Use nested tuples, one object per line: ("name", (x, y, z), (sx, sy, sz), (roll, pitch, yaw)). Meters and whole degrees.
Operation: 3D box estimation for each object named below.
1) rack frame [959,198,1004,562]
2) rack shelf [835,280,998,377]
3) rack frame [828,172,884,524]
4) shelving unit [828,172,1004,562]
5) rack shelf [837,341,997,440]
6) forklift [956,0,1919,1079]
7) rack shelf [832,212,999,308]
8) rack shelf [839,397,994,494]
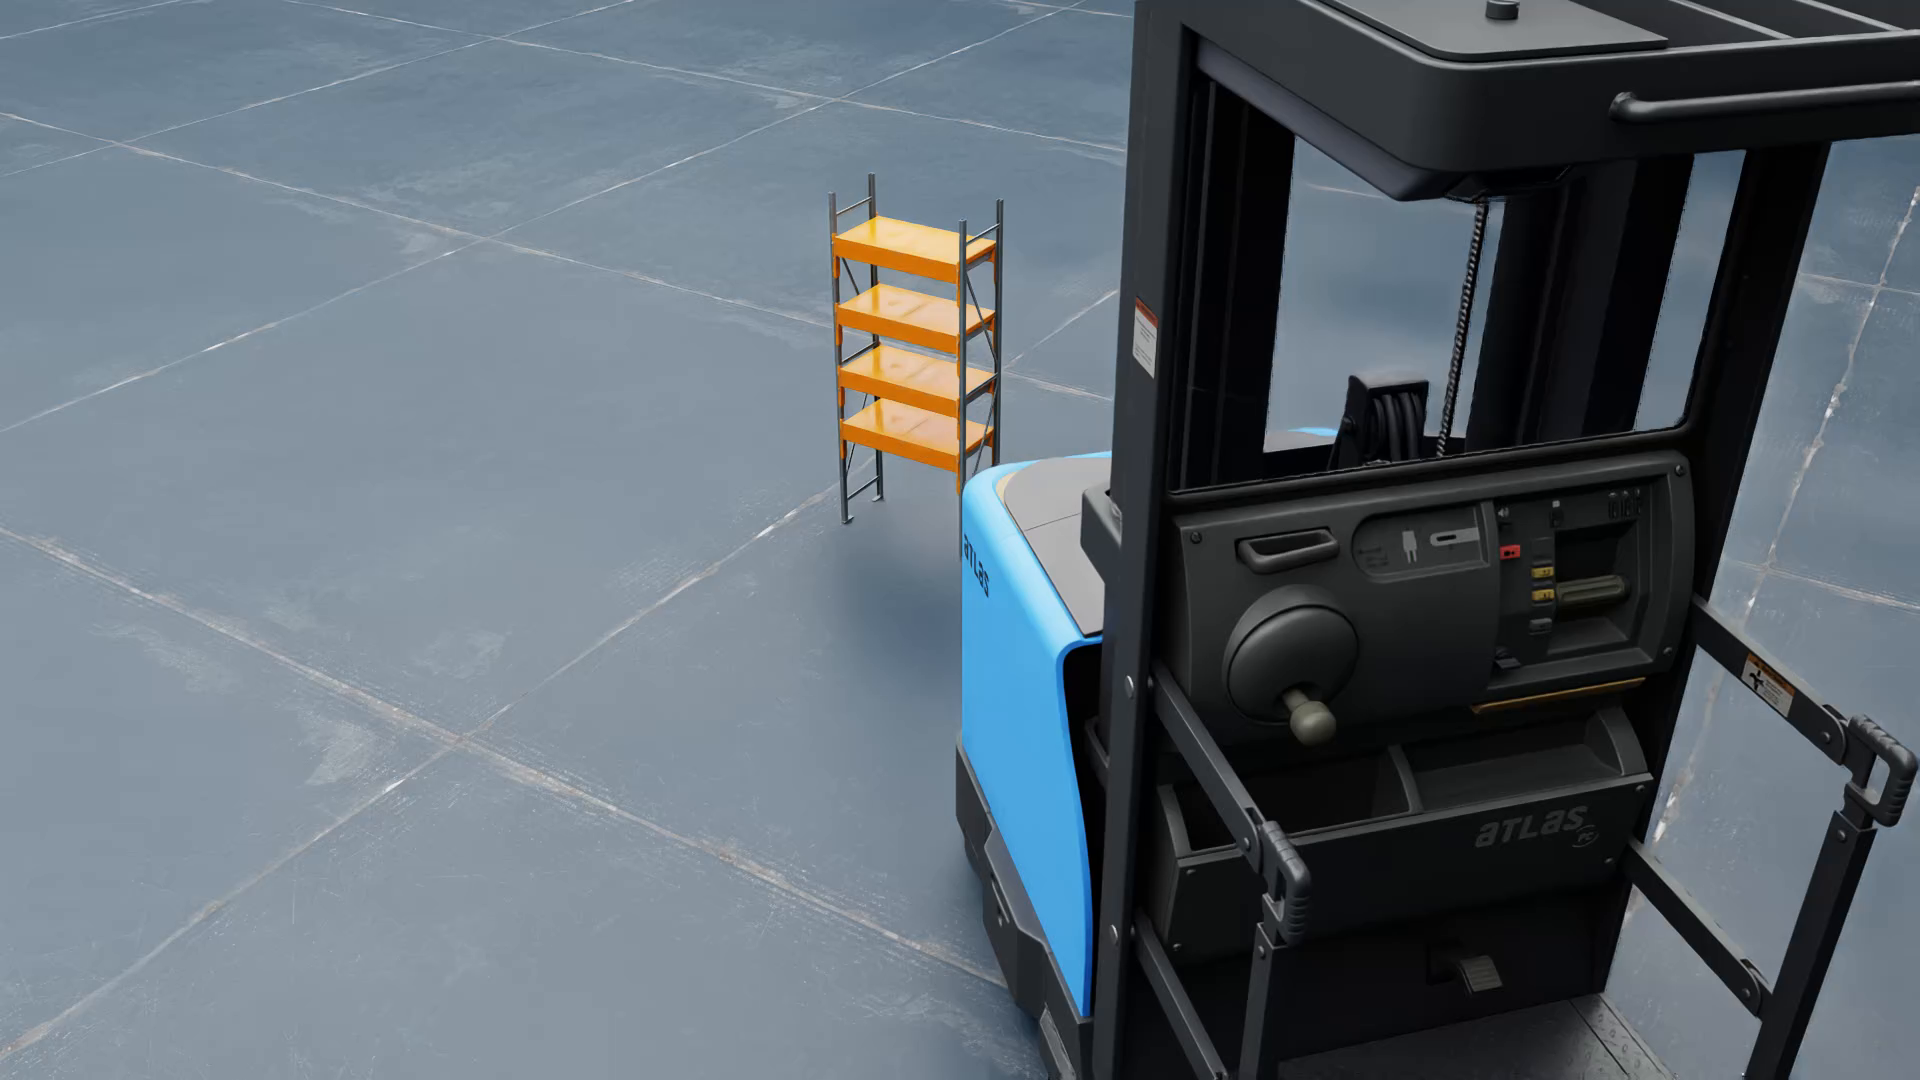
("rack frame", (0.066, -0.497, 5.412), (0.015, 1.200, 0.240), (18, 35, 27))
("rack shelf", (-0.140, -0.698, 5.445), (0.480, 0.148, 0.258), (18, 35, 27))
("rack frame", (-0.347, -0.628, 5.636), (0.015, 1.200, 0.240), (18, 35, 27))
("shelving unit", (-0.140, -0.563, 5.524), (0.503, 1.200, 0.258), (18, 35, 27))
("rack shelf", (-0.140, -0.504, 5.558), (0.480, 0.148, 0.258), (18, 35, 27))
("forklift", (0.863, 0.145, 2.592), (1.130, 2.935, 3.031), (-8, 31, -13))
("rack shelf", (-0.140, -0.902, 5.326), (0.480, 0.148, 0.258), (18, 35, 27))
("rack shelf", (-0.140, -0.333, 5.658), (0.480, 0.148, 0.258), (18, 35, 27))
